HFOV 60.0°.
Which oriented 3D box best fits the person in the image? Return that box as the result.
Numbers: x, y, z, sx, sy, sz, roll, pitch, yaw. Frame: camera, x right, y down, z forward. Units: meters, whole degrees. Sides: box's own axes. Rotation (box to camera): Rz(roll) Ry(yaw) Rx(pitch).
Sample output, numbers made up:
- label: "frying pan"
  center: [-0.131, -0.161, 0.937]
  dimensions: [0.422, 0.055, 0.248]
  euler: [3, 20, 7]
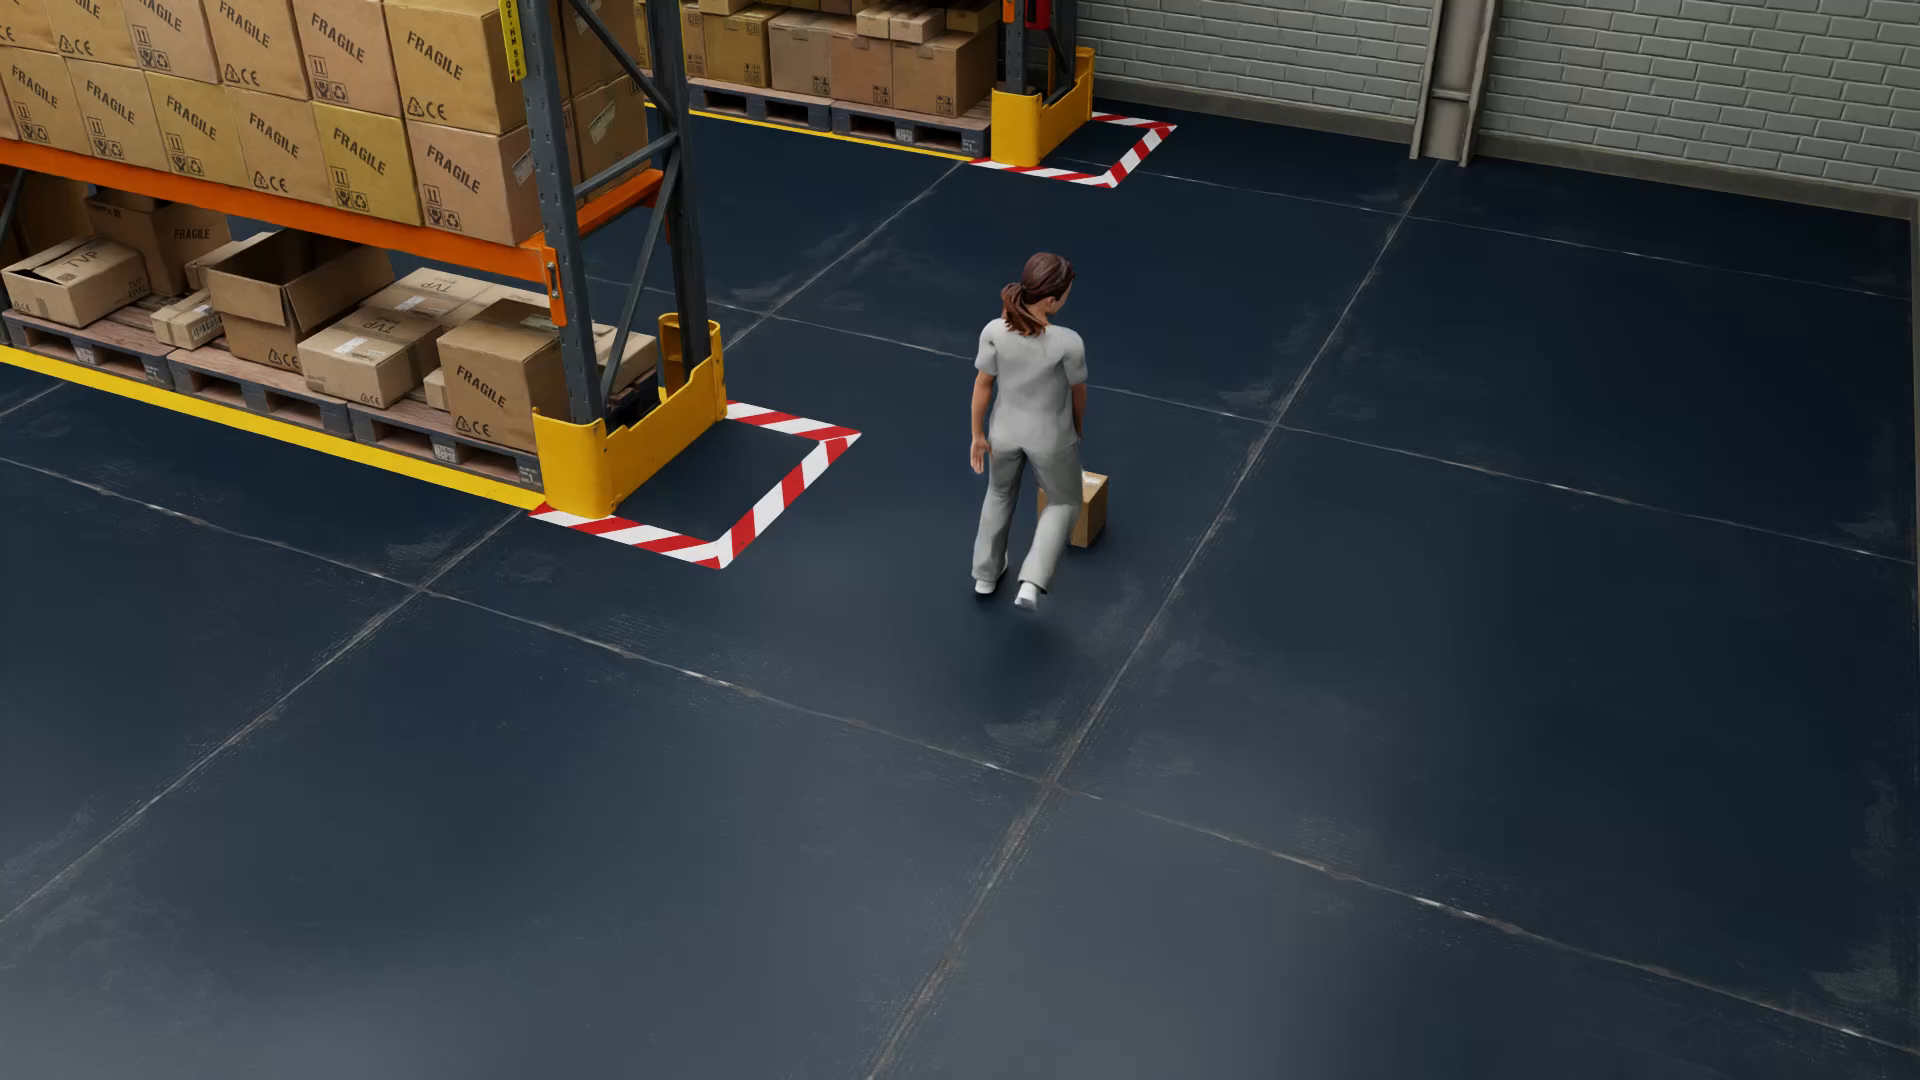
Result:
- label: "person"
  center: [0.256, -0.400, 6.721]
  dimensions: [0.494, 1.640, 0.633]
  euler: [11, 35, 16]
